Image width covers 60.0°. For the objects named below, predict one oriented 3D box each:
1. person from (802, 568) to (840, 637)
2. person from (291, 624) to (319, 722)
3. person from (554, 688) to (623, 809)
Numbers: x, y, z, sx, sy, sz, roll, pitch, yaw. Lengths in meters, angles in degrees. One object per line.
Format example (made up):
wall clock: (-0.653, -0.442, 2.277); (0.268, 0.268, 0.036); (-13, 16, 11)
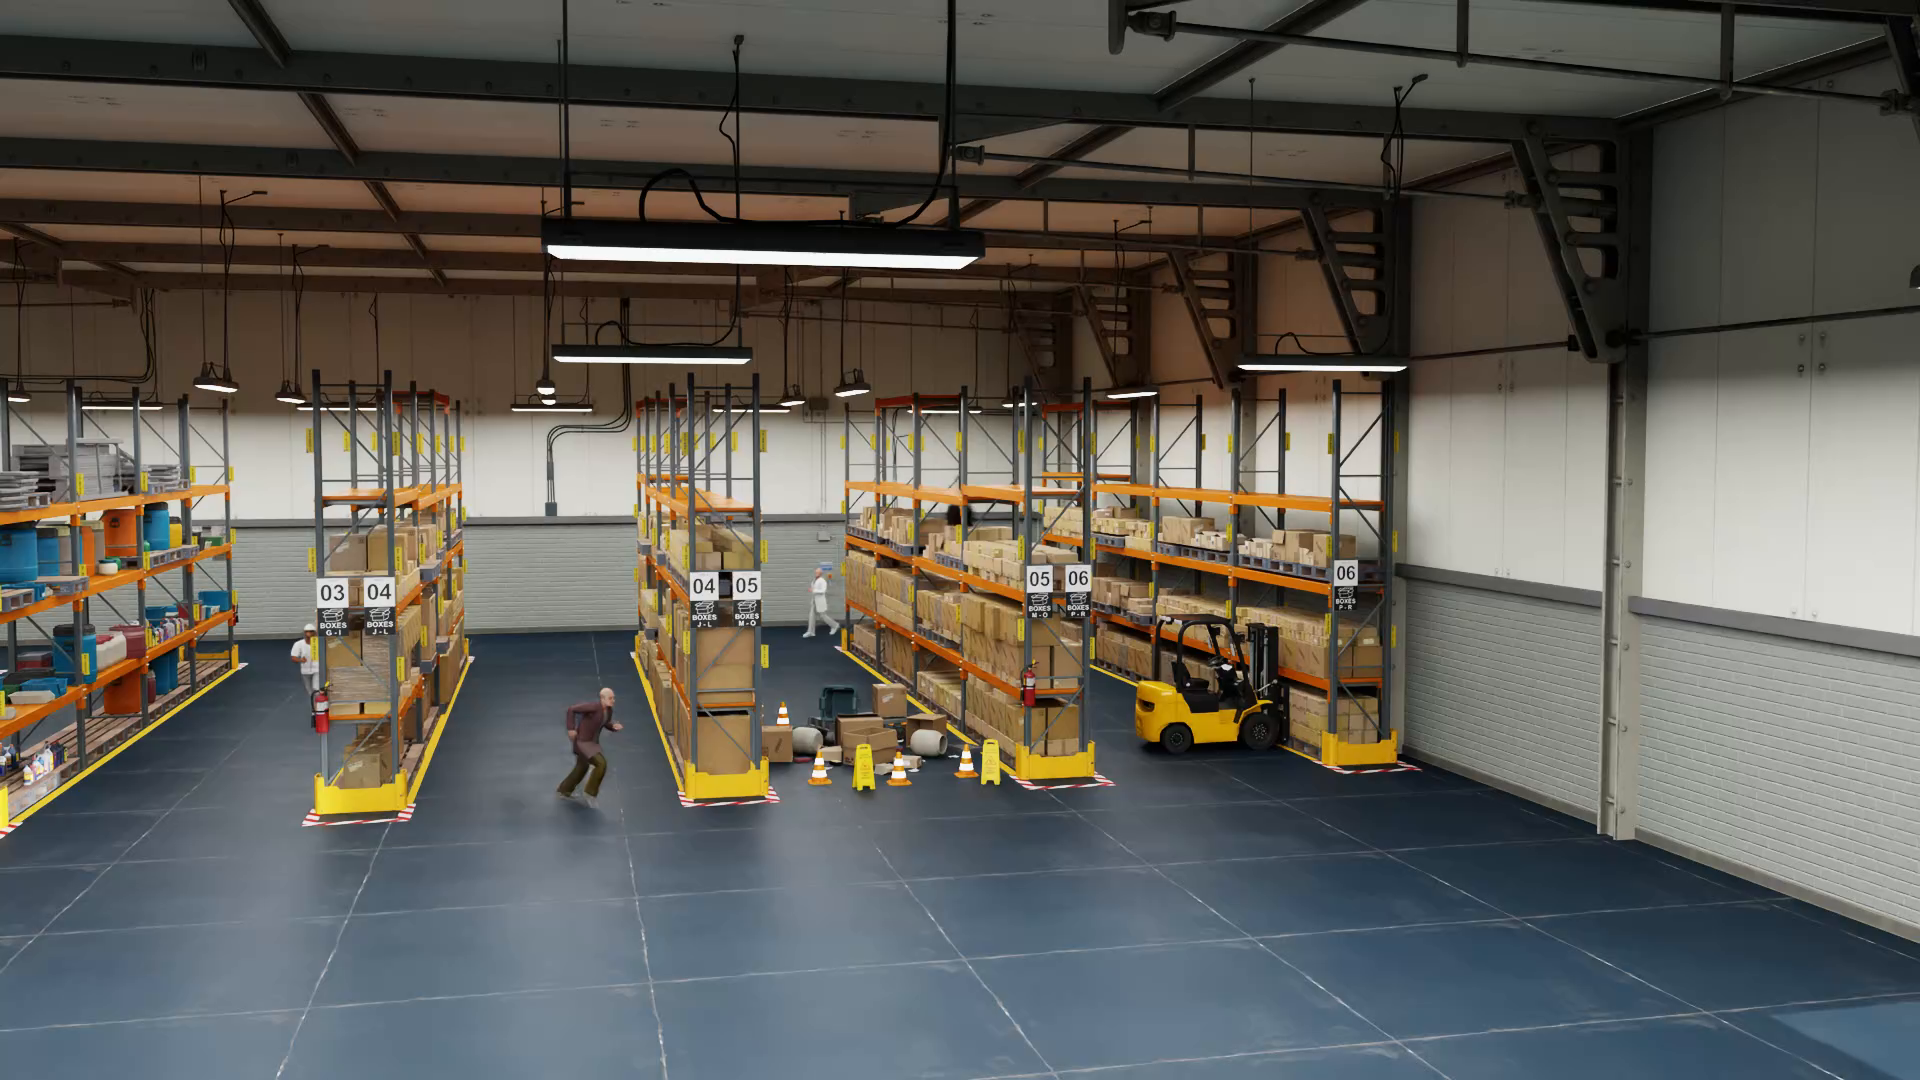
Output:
person: (-3.609, 1.610, 42.885); (1.047, 1.761, 0.719); (-2, 4, -32)
person: (-11.596, 2.312, 29.756); (0.670, 1.645, 0.759); (0, 3, -7)
person: (-5.137, 2.875, 22.884); (1.034, 1.703, 0.754); (1, 4, 20)
